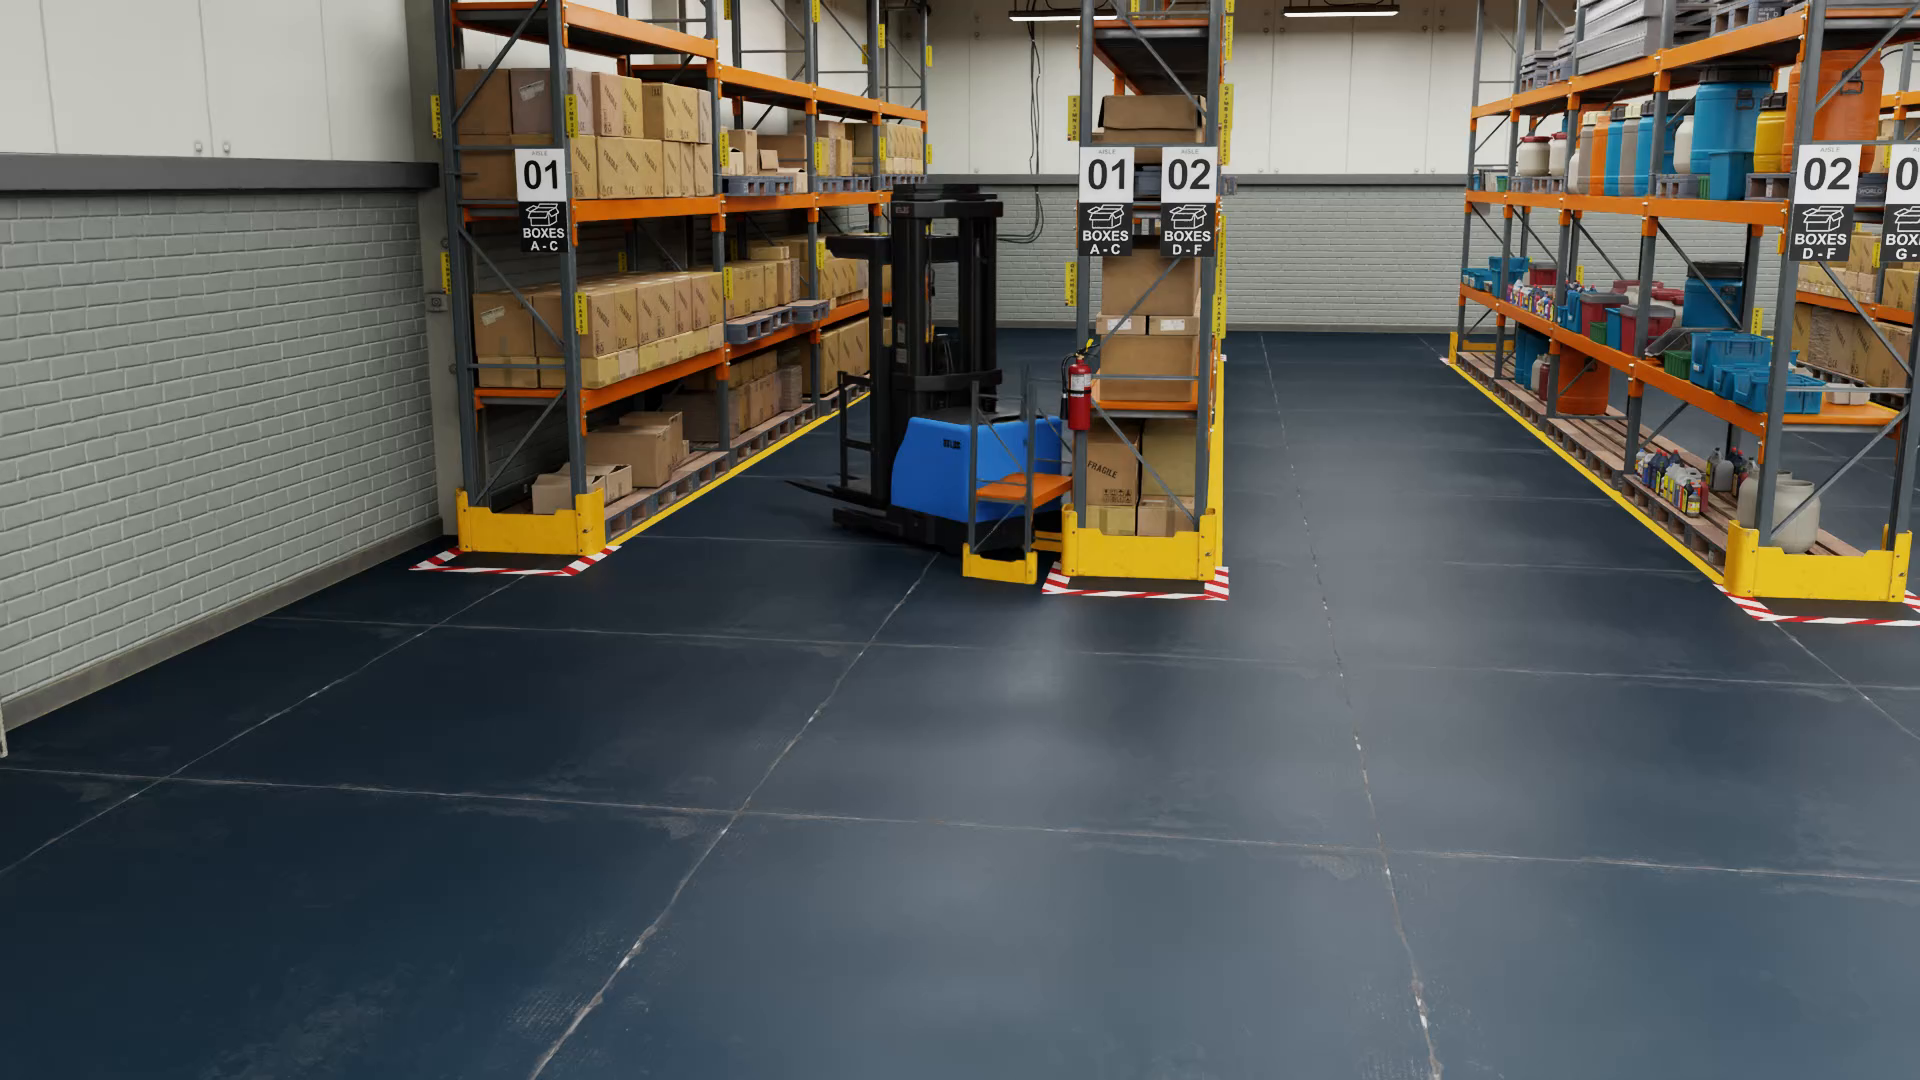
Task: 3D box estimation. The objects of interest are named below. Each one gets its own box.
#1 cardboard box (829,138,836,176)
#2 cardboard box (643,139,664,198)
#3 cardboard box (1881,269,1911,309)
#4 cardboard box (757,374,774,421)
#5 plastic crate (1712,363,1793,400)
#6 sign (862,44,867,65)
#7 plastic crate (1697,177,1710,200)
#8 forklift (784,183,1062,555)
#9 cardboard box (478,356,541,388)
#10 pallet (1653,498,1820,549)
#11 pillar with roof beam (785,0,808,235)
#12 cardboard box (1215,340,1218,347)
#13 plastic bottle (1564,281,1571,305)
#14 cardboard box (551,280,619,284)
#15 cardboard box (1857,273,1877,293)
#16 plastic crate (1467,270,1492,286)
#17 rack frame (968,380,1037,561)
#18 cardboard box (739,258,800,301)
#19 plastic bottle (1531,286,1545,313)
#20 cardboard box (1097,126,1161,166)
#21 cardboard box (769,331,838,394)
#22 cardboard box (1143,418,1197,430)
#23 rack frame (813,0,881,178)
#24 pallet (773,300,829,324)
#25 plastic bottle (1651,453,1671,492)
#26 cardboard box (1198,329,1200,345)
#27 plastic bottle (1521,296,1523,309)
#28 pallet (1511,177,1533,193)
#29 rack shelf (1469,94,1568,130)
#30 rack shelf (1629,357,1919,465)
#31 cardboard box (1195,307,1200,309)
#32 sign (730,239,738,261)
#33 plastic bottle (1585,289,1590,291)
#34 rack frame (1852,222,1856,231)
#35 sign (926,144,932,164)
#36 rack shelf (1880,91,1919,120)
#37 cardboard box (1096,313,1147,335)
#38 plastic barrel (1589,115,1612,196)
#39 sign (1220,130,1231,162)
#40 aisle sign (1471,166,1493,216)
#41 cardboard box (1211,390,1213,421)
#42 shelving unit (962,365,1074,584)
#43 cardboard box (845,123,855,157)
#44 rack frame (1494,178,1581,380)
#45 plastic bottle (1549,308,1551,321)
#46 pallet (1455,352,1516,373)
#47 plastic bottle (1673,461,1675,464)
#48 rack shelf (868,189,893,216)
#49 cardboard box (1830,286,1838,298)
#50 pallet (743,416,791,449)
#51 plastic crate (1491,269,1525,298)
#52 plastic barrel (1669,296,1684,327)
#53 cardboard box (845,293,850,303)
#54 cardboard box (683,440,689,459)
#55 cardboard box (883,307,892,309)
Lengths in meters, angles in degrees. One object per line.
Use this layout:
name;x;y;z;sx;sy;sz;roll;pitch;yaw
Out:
cardboard box;-2.081;-5.205;22.625;0.700;0.500;0.500;2;12;9
cardboard box;-2.967;-3.294;14.755;0.500;0.500;0.500;3;12;12
cardboard box;12.690;-3.354;22.201;0.500;0.500;0.500;2;12;9
cardboard box;-2.592;-1.676;19.539;0.700;0.500;0.500;2;12;8
plastic crate;6.155;-1.232;12.943;0.499;0.251;0.408;2;12;9
sign;-1.607;-8.193;28.059;0.100;0.325;0.005;2;12;9
plastic crate;6.372;-2.932;13.859;0.336;0.188;0.450;2;12;9
forklift;-0.452;-1.570;14.324;1.130;2.935;3.031;-9;15;-37
cardboard box;-3.640;-1.417;13.756;0.500;0.250;0.500;2;12;9
pallet;6.554;-0.132;14.105;1.003;0.211;1.213;2;12;9
pillar with roof beam;1.832;-6.842;24.380;9.100;9.000;0.400;2;12;9
cardboard box;3.428;-2.596;23.809;0.500;0.500;0.500;2;12;8
plastic bottle;8.125;-3.294;22.275;0.144;0.351;0.185;2;12;9
cardboard box;-3.418;-2.102;15.155;0.500;0.500;0.500;2;12;9
cardboard box;12.817;-3.566;23.069;0.500;0.250;0.500;2;12;8
plastic crate;8.265;-4.156;26.413;0.416;0.233;0.300;2;12;9
rack frame;0.307;-0.424;12.403;0.500;1.500;0.032;7;15;22
cardboard box;-2.353;-3.208;20.477;0.700;0.500;0.500;0;12;2
plastic bottle;7.381;-3.065;21.211;0.144;0.351;0.185;2;12;9
cardboard box;1.612;-3.501;14.427;0.797;0.503;0.637;3;13;15
cardboard box;-2.047;-2.345;21.862;0.750;0.750;0.750;2;12;8
cardboard box;1.816;-0.758;14.140;0.500;0.500;0.500;2;12;9
rack frame;-1.675;-6.807;24.221;1.000;3.000;0.127;2;12;9
pallet;-2.295;-2.797;20.305;1.213;0.211;1.003;2;12;9
plastic bottle;6.321;-0.615;14.969;0.144;0.351;0.185;1;12;6
cardboard box;2.328;-2.105;17.236;0.380;0.149;0.250;2;12;9
plastic bottle;7.479;-3.157;21.992;0.097;0.201;0.097;0;12;0
pallet;8.090;-4.761;22.295;1.213;0.211;1.003;2;12;9
rack shelf;8.422;-6.356;24.781;1.077;0.370;4.000;2;12;9
rack shelf;6.576;-1.120;13.780;1.077;0.370;4.000;2;12;9
cardboard box;1.767;-1.817;13.528;0.380;0.149;0.250;2;12;8
sign;-2.839;-3.625;20.947;0.100;0.325;0.005;2;12;9
plastic bottle;8.183;-3.143;21.753;0.152;0.276;0.135;2;12;9
rack frame;13.623;-4.226;26.482;1.000;3.000;0.127;2;12;9
sign;-0.526;-6.547;28.221;0.100;0.325;0.005;2;12;9
rack shelf;13.316;-6.195;24.036;1.077;0.370;4.000;2;12;9
cardboard box;1.245;-1.669;12.839;0.380;0.149;0.250;2;12;8
plastic barrel;7.058;-4.097;17.746;0.600;0.830;0.708;2;12;9
sign;2.539;-3.790;15.923;0.100;0.325;0.005;2;12;9
aisle sign;8.447;-5.682;27.067;0.394;0.787;0.004;2;12;9
cardboard box;2.460;-1.475;17.915;0.500;0.311;0.500;1;12;7
shelving unit;0.510;-0.530;12.867;0.587;1.500;1.083;7;15;22
cardboard box;-1.798;-6.041;25.129;0.500;0.500;0.500;2;12;8
rack frame;8.114;-3.554;23.363;1.000;3.000;0.127;2;12;9
plastic bottle;7.175;-2.745;20.084;0.097;0.201;0.097;0;12;0
pallet;8.564;-2.853;26.730;1.003;0.211;1.213;2;12;9
plastic bottle;6.447;-0.581;15.002;0.097;0.271;0.097;0;12;0
rack shelf;-1.367;-5.406;26.544;1.077;0.370;4.000;2;12;9
cardboard box;12.929;-3.612;24.230;0.380;0.149;0.250;2;12;8
pallet;-2.602;-1.263;19.353;1.003;0.211;1.213;2;12;9
plastic crate;7.849;-3.684;23.861;0.392;0.384;0.575;2;12;9
plastic barrel;7.248;-2.147;16.513;0.433;0.535;0.433;0;12;0
cardboard box;-1.738;-3.364;23.033;0.380;0.149;0.250;2;12;10
cardboard box;-2.958;-0.927;16.856;0.380;0.166;0.250;0;12;1
cardboard box;-1.247;-3.891;28.327;0.380;0.149;0.250;2;12;9
